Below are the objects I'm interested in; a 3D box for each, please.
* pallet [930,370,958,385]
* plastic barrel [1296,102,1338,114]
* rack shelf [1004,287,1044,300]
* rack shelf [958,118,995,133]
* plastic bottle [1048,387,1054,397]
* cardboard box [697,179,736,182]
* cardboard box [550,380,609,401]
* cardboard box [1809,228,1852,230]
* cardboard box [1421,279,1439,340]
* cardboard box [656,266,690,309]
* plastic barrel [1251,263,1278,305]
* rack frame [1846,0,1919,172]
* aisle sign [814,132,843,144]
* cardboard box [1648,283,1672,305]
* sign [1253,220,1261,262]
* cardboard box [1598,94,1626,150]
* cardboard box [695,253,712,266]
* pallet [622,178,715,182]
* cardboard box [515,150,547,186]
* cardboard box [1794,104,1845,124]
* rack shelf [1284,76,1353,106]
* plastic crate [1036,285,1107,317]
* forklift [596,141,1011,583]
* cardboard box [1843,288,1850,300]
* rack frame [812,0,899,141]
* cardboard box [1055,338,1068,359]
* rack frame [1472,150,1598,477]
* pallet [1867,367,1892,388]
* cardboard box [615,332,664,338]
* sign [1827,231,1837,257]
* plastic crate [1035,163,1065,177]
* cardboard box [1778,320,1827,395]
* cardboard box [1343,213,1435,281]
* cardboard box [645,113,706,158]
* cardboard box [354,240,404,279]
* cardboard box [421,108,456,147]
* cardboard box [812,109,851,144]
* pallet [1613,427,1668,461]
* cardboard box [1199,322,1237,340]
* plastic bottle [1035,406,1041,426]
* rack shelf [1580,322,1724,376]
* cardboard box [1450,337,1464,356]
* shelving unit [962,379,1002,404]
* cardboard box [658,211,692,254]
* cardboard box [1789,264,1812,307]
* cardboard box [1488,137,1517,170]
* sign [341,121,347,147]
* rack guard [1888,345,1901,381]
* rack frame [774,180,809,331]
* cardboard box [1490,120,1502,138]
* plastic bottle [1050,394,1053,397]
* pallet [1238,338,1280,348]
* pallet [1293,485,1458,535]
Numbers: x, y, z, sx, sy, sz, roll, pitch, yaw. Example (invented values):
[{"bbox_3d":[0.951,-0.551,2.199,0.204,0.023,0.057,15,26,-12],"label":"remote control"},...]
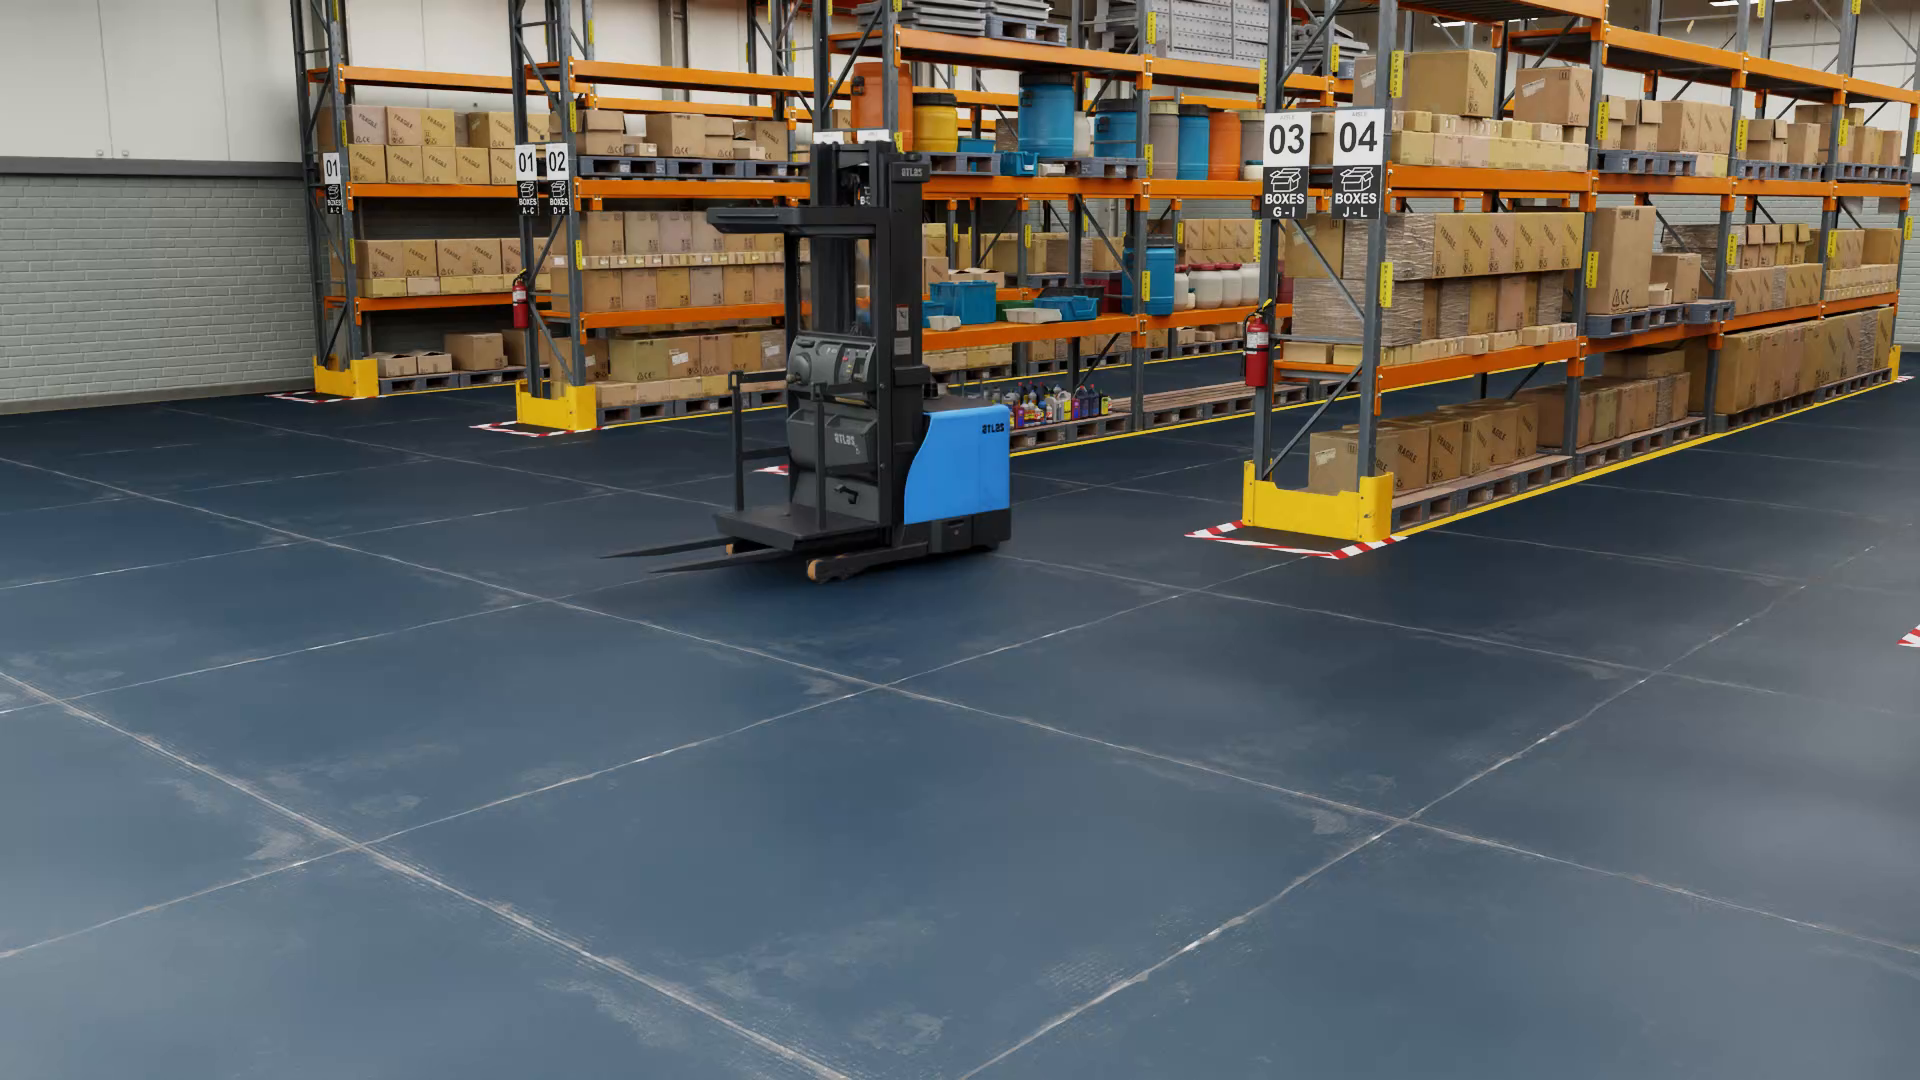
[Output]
[{"bbox_3d":[-0.794,-2.332,23.847,1.003,0.211,1.213,10,15,40],"label":"pallet"},{"bbox_3d":[4.679,-5.324,21.880,0.600,0.830,0.708,10,15,40],"label":"plastic barrel"},{"bbox_3d":[1.904,-3.935,26.593,1.077,0.370,4.000,10,15,40],"label":"rack shelf"},{"bbox_3d":[0.821,-7.910,32.195,1.077,0.370,4.000,10,15,40],"label":"rack shelf"},{"bbox_3d":[1.010,-1.593,18.841,0.061,0.283,0.133,10,15,40],"label":"plastic bottle"},{"bbox_3d":[-4.065,-5.987,27.053,0.637,0.503,0.797,-10,15,-40],"label":"cardboard box"},{"bbox_3d":[-4.565,-1.792,19.971,0.500,0.250,0.500,10,15,40],"label":"cardboard box"},{"bbox_3d":[12.454,-4.220,23.892,0.500,0.500,0.500,9,15,39],"label":"cardboard box"},{"bbox_3d":[3.366,-1.897,13.536,0.875,0.500,0.500,10,15,40],"label":"cardboard box"},{"bbox_3d":[-3.704,-3.083,20.234,0.700,0.500,0.500,10,15,41],"label":"cardboard box"},{"bbox_3d":[3.784,-3.229,20.933,0.421,0.512,0.421,0,11,0],"label":"plastic barrel"},{"bbox_3d":[13.304,-6.832,23.939,1.000,3.000,0.127,10,15,40],"label":"rack frame"},{"bbox_3d":[-1.249,-3.479,15.832,0.394,0.787,0.004,10,15,40],"label":"aisle sign"},{"bbox_3d":[7.125,-2.572,17.203,0.396,0.266,0.258,9,15,39],"label":"cardboard box"},{"bbox_3d":[2.338,-2.333,12.971,0.100,0.325,0.005,10,15,40],"label":"sign"},{"bbox_3d":[5.767,-3.908,15.625,0.797,0.503,0.637,9,14,38],"label":"cardboard box"},{"bbox_3d":[-3.261,-3.440,20.365,0.380,0.149,0.250,10,15,41],"label":"cardboard box"},{"bbox_3d":[-4.610,-5.654,26.183,1.213,0.211,1.003,10,15,40],"label":"pallet"},{"bbox_3d":[-6.271,-5.396,24.105,0.500,0.500,0.500,8,14,36],"label":"cardboard box"},{"bbox_3d":[11.289,-5.581,21.841,0.500,0.250,0.500,9,14,37],"label":"cardboard box"},{"bbox_3d":[5.623,-6.040,22.836,1.077,0.370,4.000,10,15,40],"label":"rack shelf"},{"bbox_3d":[1.221,-2.673,18.597,0.767,0.338,0.504,10,15,40],"label":"plastic crate"},{"bbox_3d":[-1.061,-1.259,11.533,3.031,2.935,1.130,-10,15,-40],"label":"forklift"},{"bbox_3d":[11.628,-3.295,22.191,0.380,0.149,0.250,9,15,39],"label":"cardboard box"},{"bbox_3d":[-0.979,-5.118,15.360,1.000,3.000,0.127,10,15,40],"label":"rack frame"},{"bbox_3d":[1.441,-3.092,25.791,0.500,0.500,0.500,9,14,38],"label":"cardboard box"},{"bbox_3d":[5.382,-2.124,15.688,1.000,3.000,0.127,10,15,40],"label":"rack frame"},{"bbox_3d":[12.835,-2.394,24.161,1.003,0.211,1.213,10,15,40],"label":"pallet"},{"bbox_3d":[-3.917,-2.309,20.645,0.500,0.500,0.500,10,15,40],"label":"cardboard box"},{"bbox_3d":[11.077,-3.761,21.131,0.100,0.325,0.005,10,15,40],"label":"sign"},{"bbox_3d":[0.906,-3.818,17.182,0.243,0.136,0.396,10,15,40],"label":"plastic crate"},{"bbox_3d":[10.256,-2.368,21.263,1.225,0.875,0.875,10,15,41],"label":"cardboard box"},{"bbox_3d":[3.310,-2.267,12.833,0.500,0.500,0.500,10,15,40],"label":"cardboard box"},{"bbox_3d":[-3.395,-4.821,19.844,0.500,0.500,0.500,10,15,40],"label":"cardboard box"},{"bbox_3d":[-7.879,-3.792,22.457,0.500,0.500,0.500,10,15,40],"label":"cardboard box"},{"bbox_3d":[-7.285,-5.646,22.805,0.500,0.500,0.500,10,15,42],"label":"cardboard box"},{"bbox_3d":[-1.620,-5.462,22.138,0.500,0.500,0.500,10,15,41],"label":"cardboard box"},{"bbox_3d":[6.700,-1.052,17.438,1.003,0.211,1.213,10,15,40],"label":"pallet"},{"bbox_3d":[4.461,-3.851,29.585,0.797,0.503,0.637,10,15,40],"label":"cardboard box"},{"bbox_3d":[0.810,-1.326,17.711,0.097,0.201,0.097,0,11,0],"label":"plastic bottle"},{"bbox_3d":[6.703,-2.066,17.231,1.077,0.370,4.000,10,15,40],"label":"rack shelf"},{"bbox_3d":[3.929,-1.608,13.746,0.380,0.149,0.250,10,15,40],"label":"cardboard box"},{"bbox_3d":[0.165,-0.616,12.729,0.189,1.200,0.258,-10,15,-40],"label":"shelving unit"},{"bbox_3d":[-3.669,-3.729,20.157,0.700,0.500,0.500,10,15,41],"label":"cardboard box"},{"bbox_3d":[10.228,-3.174,20.689,0.500,0.500,0.500,10,15,42],"label":"cardboard box"},{"bbox_3d":[4.260,-3.197,13.783,0.500,0.250,0.500,10,15,42],"label":"cardboard box"},{"bbox_3d":[-8.013,-5.286,21.630,0.100,0.325,0.005,10,15,40],"label":"sign"},{"bbox_3d":[13.320,-2.667,24.790,1.175,0.500,0.348,10,15,40],"label":"rack guard"},{"bbox_3d":[-2.056,-3.405,22.103,1.000,3.000,0.127,10,15,40],"label":"rack frame"},{"bbox_3d":[4.275,-3.409,13.827,0.380,0.149,0.250,9,14,38],"label":"cardboard box"},{"bbox_3d":[1.019,-1.450,18.124,0.061,0.283,0.133,10,15,40],"label":"plastic bottle"},{"bbox_3d":[5.289,-3.675,30.572,1.003,0.211,1.213,10,15,40],"label":"pallet"},{"bbox_3d":[3.355,-0.294,13.646,1.003,0.211,1.213,10,15,40],"label":"pallet"}]
